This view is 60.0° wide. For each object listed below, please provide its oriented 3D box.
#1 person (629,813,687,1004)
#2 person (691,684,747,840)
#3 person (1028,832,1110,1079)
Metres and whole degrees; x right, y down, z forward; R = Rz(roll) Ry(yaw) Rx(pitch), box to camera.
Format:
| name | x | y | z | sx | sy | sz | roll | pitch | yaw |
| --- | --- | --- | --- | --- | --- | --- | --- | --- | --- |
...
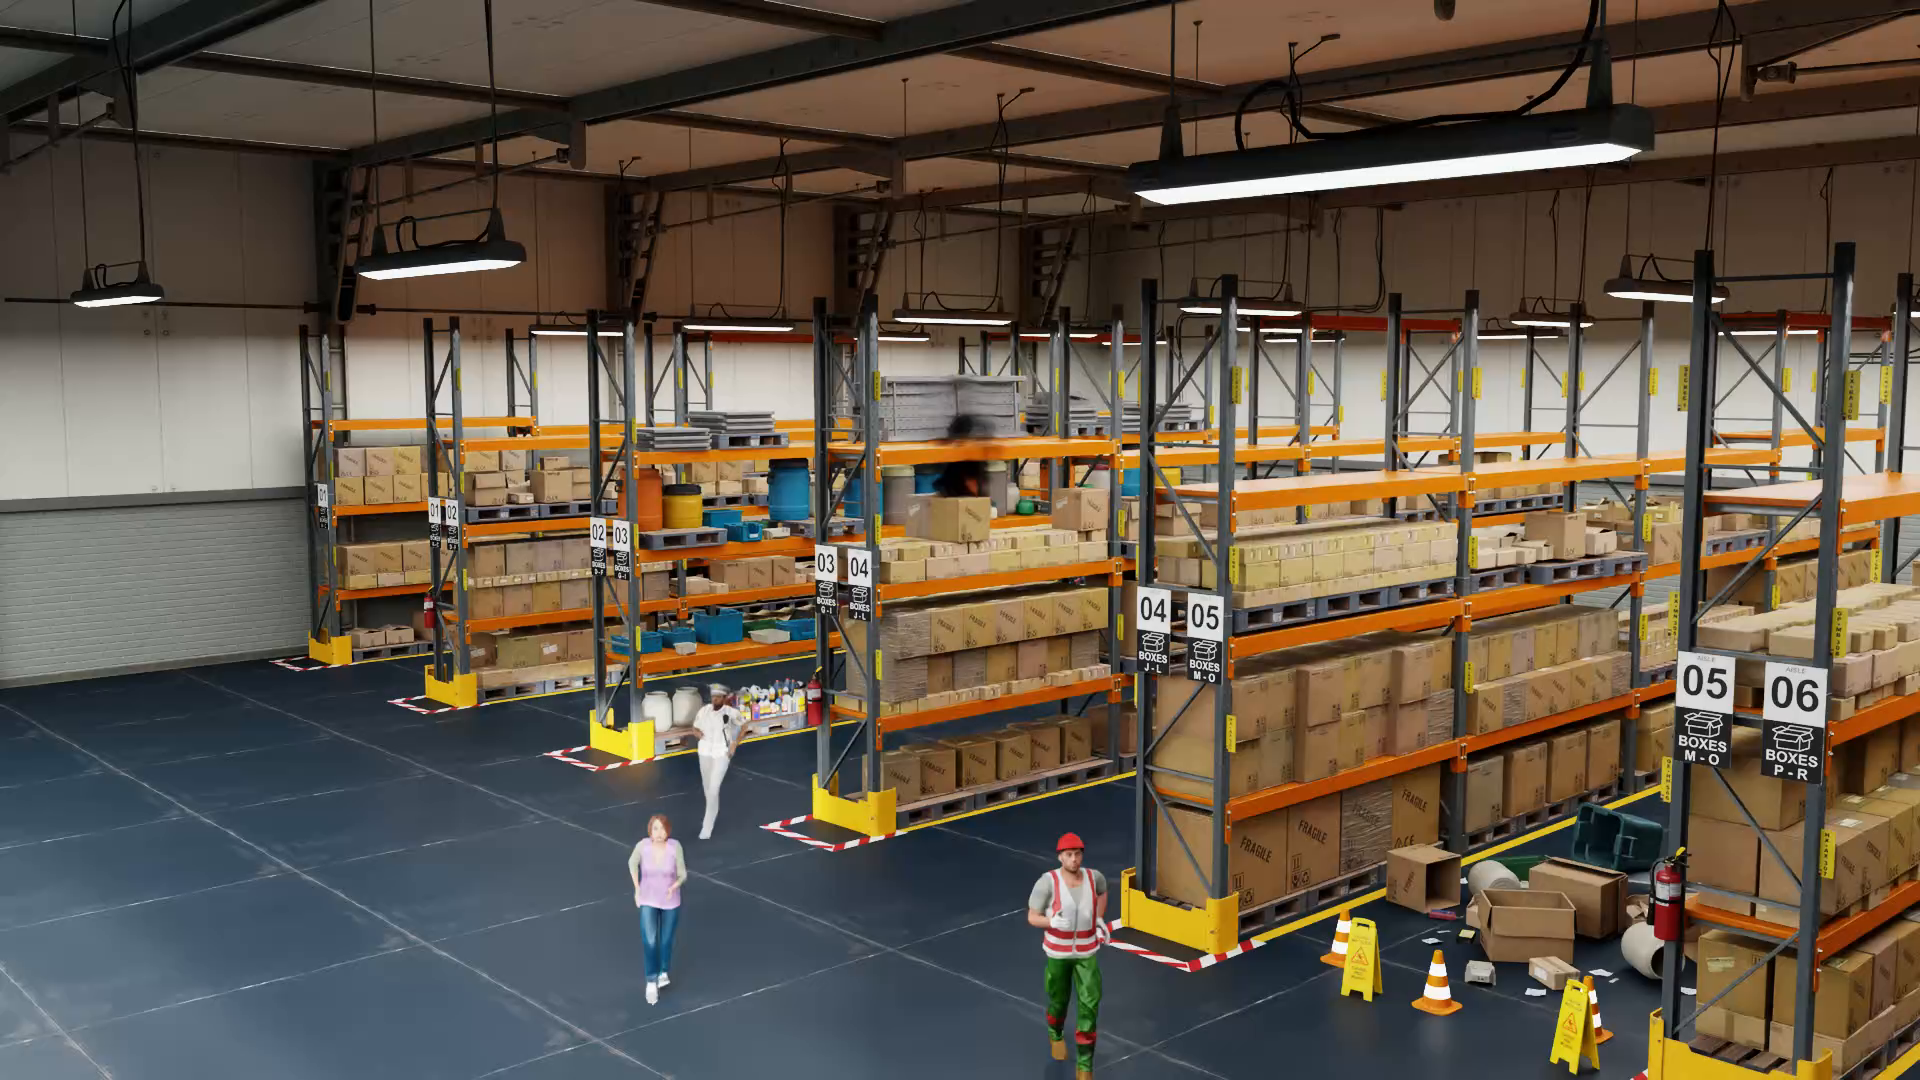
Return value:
| name | x | y | z | sx | sy | sz | roll | pitch | yaw |
| --- | --- | --- | --- | --- | --- | --- | --- | --- | --- |
| person | -2.478 | 3.006 | 13.681 | 0.455 | 1.579 | 0.756 | -2 | 6 | -15 |
| person | -2.714 | 2.448 | 18.672 | 0.585 | 1.740 | 0.749 | 1 | 6 | 14 |
| person | 0.797 | 3.032 | 12.118 | 0.619 | 1.825 | 0.840 | -1 | 6 | -6 |
